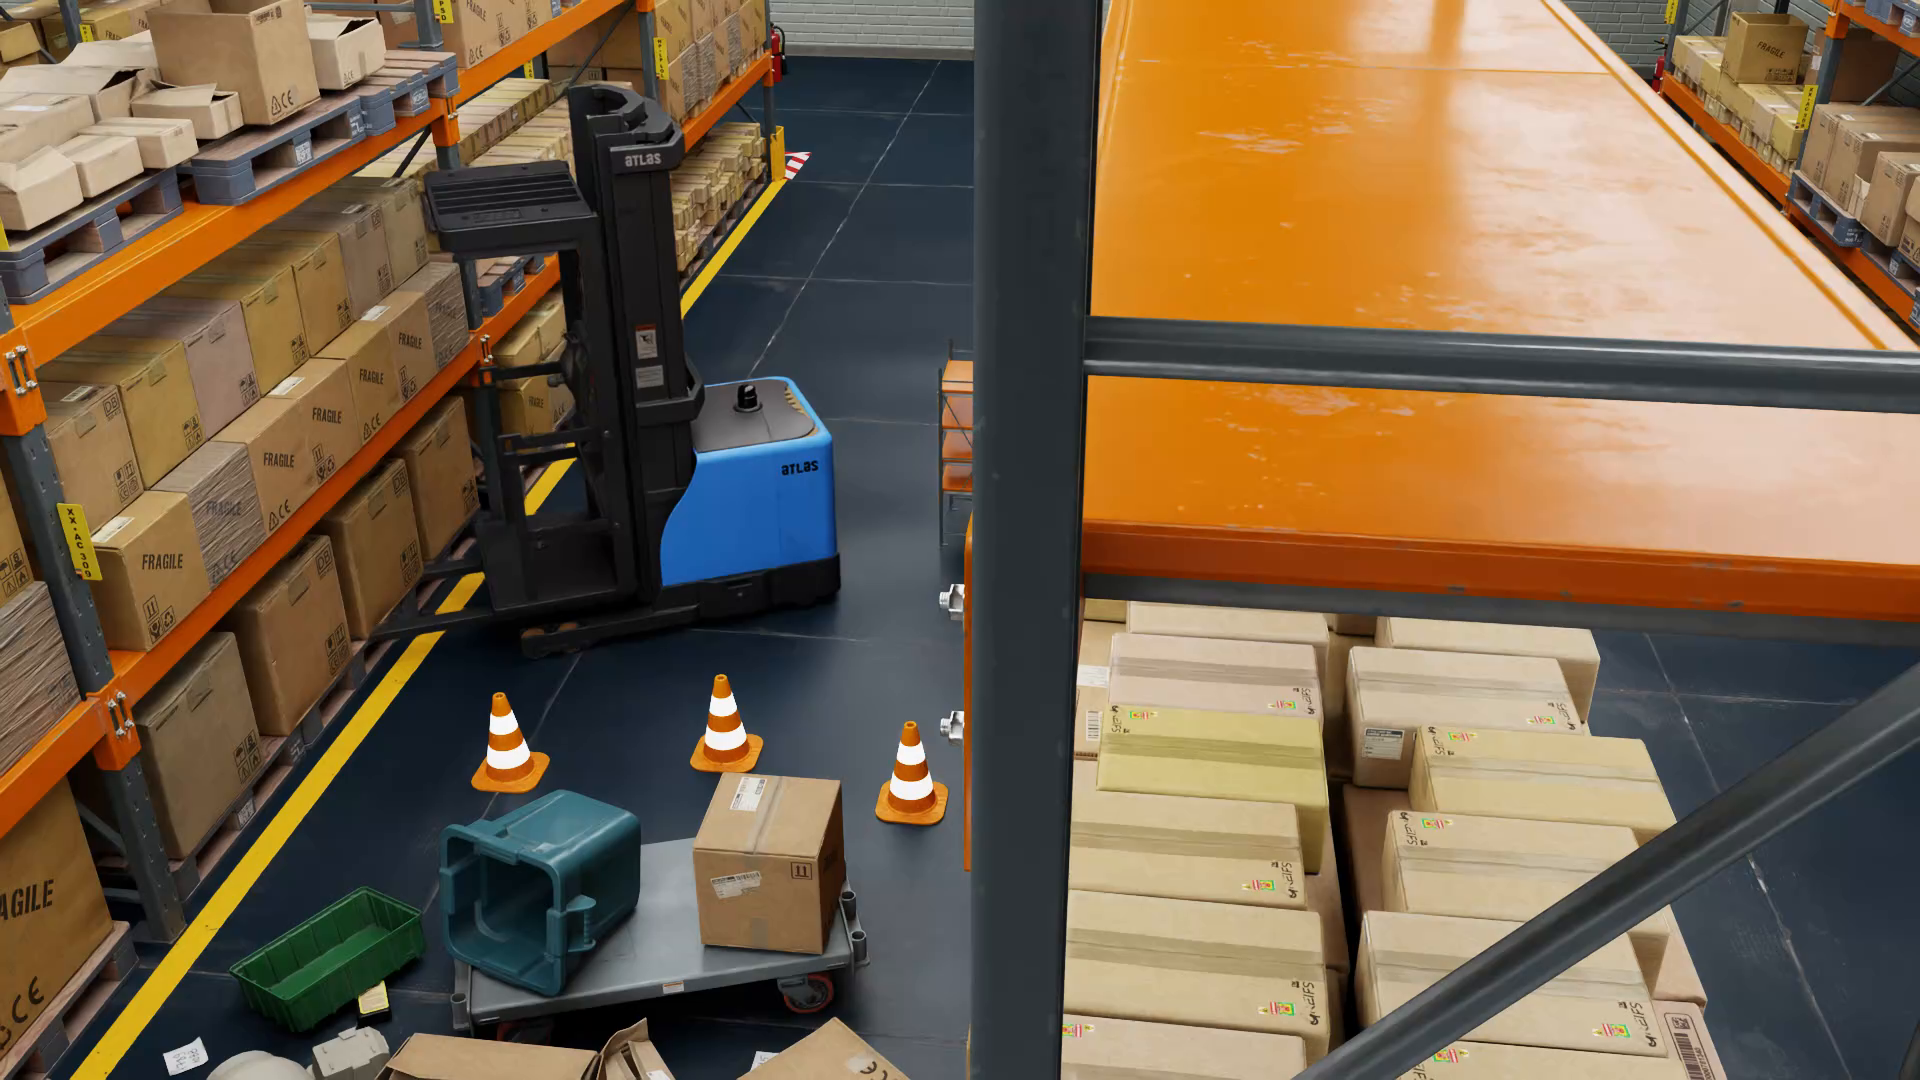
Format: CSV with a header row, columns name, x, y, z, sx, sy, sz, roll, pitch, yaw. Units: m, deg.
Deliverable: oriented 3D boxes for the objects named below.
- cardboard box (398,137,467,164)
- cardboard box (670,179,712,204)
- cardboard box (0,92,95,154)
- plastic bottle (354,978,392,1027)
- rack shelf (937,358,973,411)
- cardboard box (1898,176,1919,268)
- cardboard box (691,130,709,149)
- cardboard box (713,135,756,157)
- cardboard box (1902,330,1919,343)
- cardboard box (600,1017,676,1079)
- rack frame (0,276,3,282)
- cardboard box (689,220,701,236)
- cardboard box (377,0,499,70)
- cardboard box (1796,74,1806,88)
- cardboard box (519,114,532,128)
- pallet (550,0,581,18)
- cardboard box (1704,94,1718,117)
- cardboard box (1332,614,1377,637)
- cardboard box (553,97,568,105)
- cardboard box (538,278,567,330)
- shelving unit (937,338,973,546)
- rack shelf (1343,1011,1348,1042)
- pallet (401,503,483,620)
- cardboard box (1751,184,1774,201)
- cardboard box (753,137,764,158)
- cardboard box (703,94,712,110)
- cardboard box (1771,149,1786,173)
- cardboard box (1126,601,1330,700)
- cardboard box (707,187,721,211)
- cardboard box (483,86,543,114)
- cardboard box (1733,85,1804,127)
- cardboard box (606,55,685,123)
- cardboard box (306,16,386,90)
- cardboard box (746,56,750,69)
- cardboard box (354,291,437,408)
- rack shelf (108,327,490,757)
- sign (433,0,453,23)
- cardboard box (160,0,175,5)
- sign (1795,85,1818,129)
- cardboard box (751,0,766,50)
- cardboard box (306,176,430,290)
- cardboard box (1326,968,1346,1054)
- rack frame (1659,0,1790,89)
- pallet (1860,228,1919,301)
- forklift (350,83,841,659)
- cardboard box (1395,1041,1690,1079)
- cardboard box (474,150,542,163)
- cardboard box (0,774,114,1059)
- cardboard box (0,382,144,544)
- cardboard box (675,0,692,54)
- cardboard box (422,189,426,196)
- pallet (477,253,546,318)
name,x,y,z,sx,sy,sz,roll,pitch,yaw
cardboard box,-3.666,-2.691,11.570,0.380,0.149,0.250,5,29,9
cardboard box,-2.498,-3.201,15.258,0.380,0.149,0.250,4,29,7
cardboard box,-3.989,-1.684,6.952,0.500,0.250,0.500,3,28,6
plastic bottle,-2.458,1.905,6.942,0.133,0.061,0.283,-11,30,-20
rack shelf,0.020,-0.952,10.216,0.258,0.148,0.480,3,28,6
cardboard box,6.437,-1.972,10.488,0.797,0.503,0.637,3,28,5
cardboard box,-2.767,-4.083,16.894,0.380,0.149,0.250,4,29,7
cardboard box,-2.258,-3.939,16.626,0.380,0.149,0.250,3,28,5
cardboard box,6.500,-1.315,11.329,0.380,0.149,0.250,3,29,6
cardboard box,-1.227,2.096,6.372,0.258,0.266,0.396,-17,33,-29
rack frame,-3.922,-2.248,5.226,1.000,3.000,0.127,3,28,6
cardboard box,-2.585,-2.822,15.181,0.380,0.149,0.250,3,28,5
cardboard box,-3.098,-3.107,9.879,0.500,0.500,0.500,3,28,6
cardboard box,7.413,-3.840,14.351,0.500,0.250,0.500,3,28,6
cardboard box,-3.507,-3.175,12.782,0.380,0.149,0.250,4,29,7
pallet,-3.247,-3.837,11.538,1.213,0.211,1.003,3,28,6
cardboard box,6.881,-3.875,14.838,0.380,0.149,0.250,3,28,5
cardboard box,0.977,0.085,3.482,0.380,0.149,0.250,4,29,7
cardboard box,-2.863,-3.260,12.626,0.380,0.149,0.250,2,28,5
cardboard box,-2.972,-1.685,11.910,0.500,0.250,0.500,4,29,7
shelving unit,0.020,-0.606,10.402,0.258,1.200,0.503,3,28,6
rack shelf,0.758,0.571,3.915,1.077,0.370,4.000,3,28,6
pallet,-3.603,0.105,10.125,1.003,0.211,1.213,3,28,6
cardboard box,6.924,-2.887,14.931,0.500,0.500,0.500,4,29,7
cardboard box,-2.233,-4.051,17.148,0.380,0.149,0.250,3,28,5
cardboard box,-2.469,-3.999,15.067,0.380,0.149,0.250,5,29,8
cardboard box,6.709,-3.023,13.256,0.380,0.149,0.250,4,29,8
cardboard box,0.522,0.186,3.296,0.380,0.149,0.250,3,28,5
cardboard box,-2.457,-3.196,15.562,0.380,0.149,0.250,3,28,6
cardboard box,-3.474,-3.418,12.919,0.380,0.149,0.250,4,29,8
cardboard box,6.851,-3.635,13.971,0.500,0.250,0.500,3,28,6
cardboard box,-2.631,-3.766,13.950,0.500,0.500,0.500,3,28,5
cardboard box,-3.262,-2.490,8.385,0.500,0.311,0.500,3,28,6
cardboard box,-2.295,-4.741,16.444,0.380,0.149,0.250,3,28,6
cardboard box,-3.283,-1.071,9.262,0.500,0.500,0.500,3,28,6
rack shelf,-3.677,-0.231,8.567,1.077,0.370,4.000,3,28,6
sign,-2.882,-3.036,9.224,0.100,0.325,0.005,3,28,6
cardboard box,-7.412,-4.790,15.325,0.500,0.500,0.500,2,28,5
sign,6.371,-3.254,12.508,0.100,0.325,0.005,3,28,6
cardboard box,-2.251,-5.204,16.619,0.500,0.500,0.500,4,29,7
cardboard box,-3.497,-1.763,9.492,0.700,0.500,0.500,3,28,6
cardboard box,0.308,0.874,2.438,0.500,0.250,0.500,3,28,6
rack frame,7.400,-4.728,16.156,1.000,3.000,0.127,3,28,6
pallet,6.654,-1.794,10.911,1.003,0.211,1.213,3,28,6
forklift,-2.281,-0.909,9.138,3.031,2.935,1.130,-10,30,-17
cardboard box,0.759,0.800,2.156,0.380,0.149,0.250,3,28,6
cardboard box,-3.054,-2.526,11.263,0.380,0.149,0.250,5,29,9
cardboard box,-4.068,1.436,6.511,0.875,0.875,0.875,4,29,7
cardboard box,-3.867,-0.325,6.823,0.700,0.500,0.500,3,28,5
cardboard box,-2.596,-4.431,14.130,0.500,0.500,0.500,3,28,5
cardboard box,-3.731,-2.321,11.196,0.380,0.149,0.250,3,29,6
pallet,-3.450,-1.747,10.824,1.213,0.211,1.003,3,28,6
